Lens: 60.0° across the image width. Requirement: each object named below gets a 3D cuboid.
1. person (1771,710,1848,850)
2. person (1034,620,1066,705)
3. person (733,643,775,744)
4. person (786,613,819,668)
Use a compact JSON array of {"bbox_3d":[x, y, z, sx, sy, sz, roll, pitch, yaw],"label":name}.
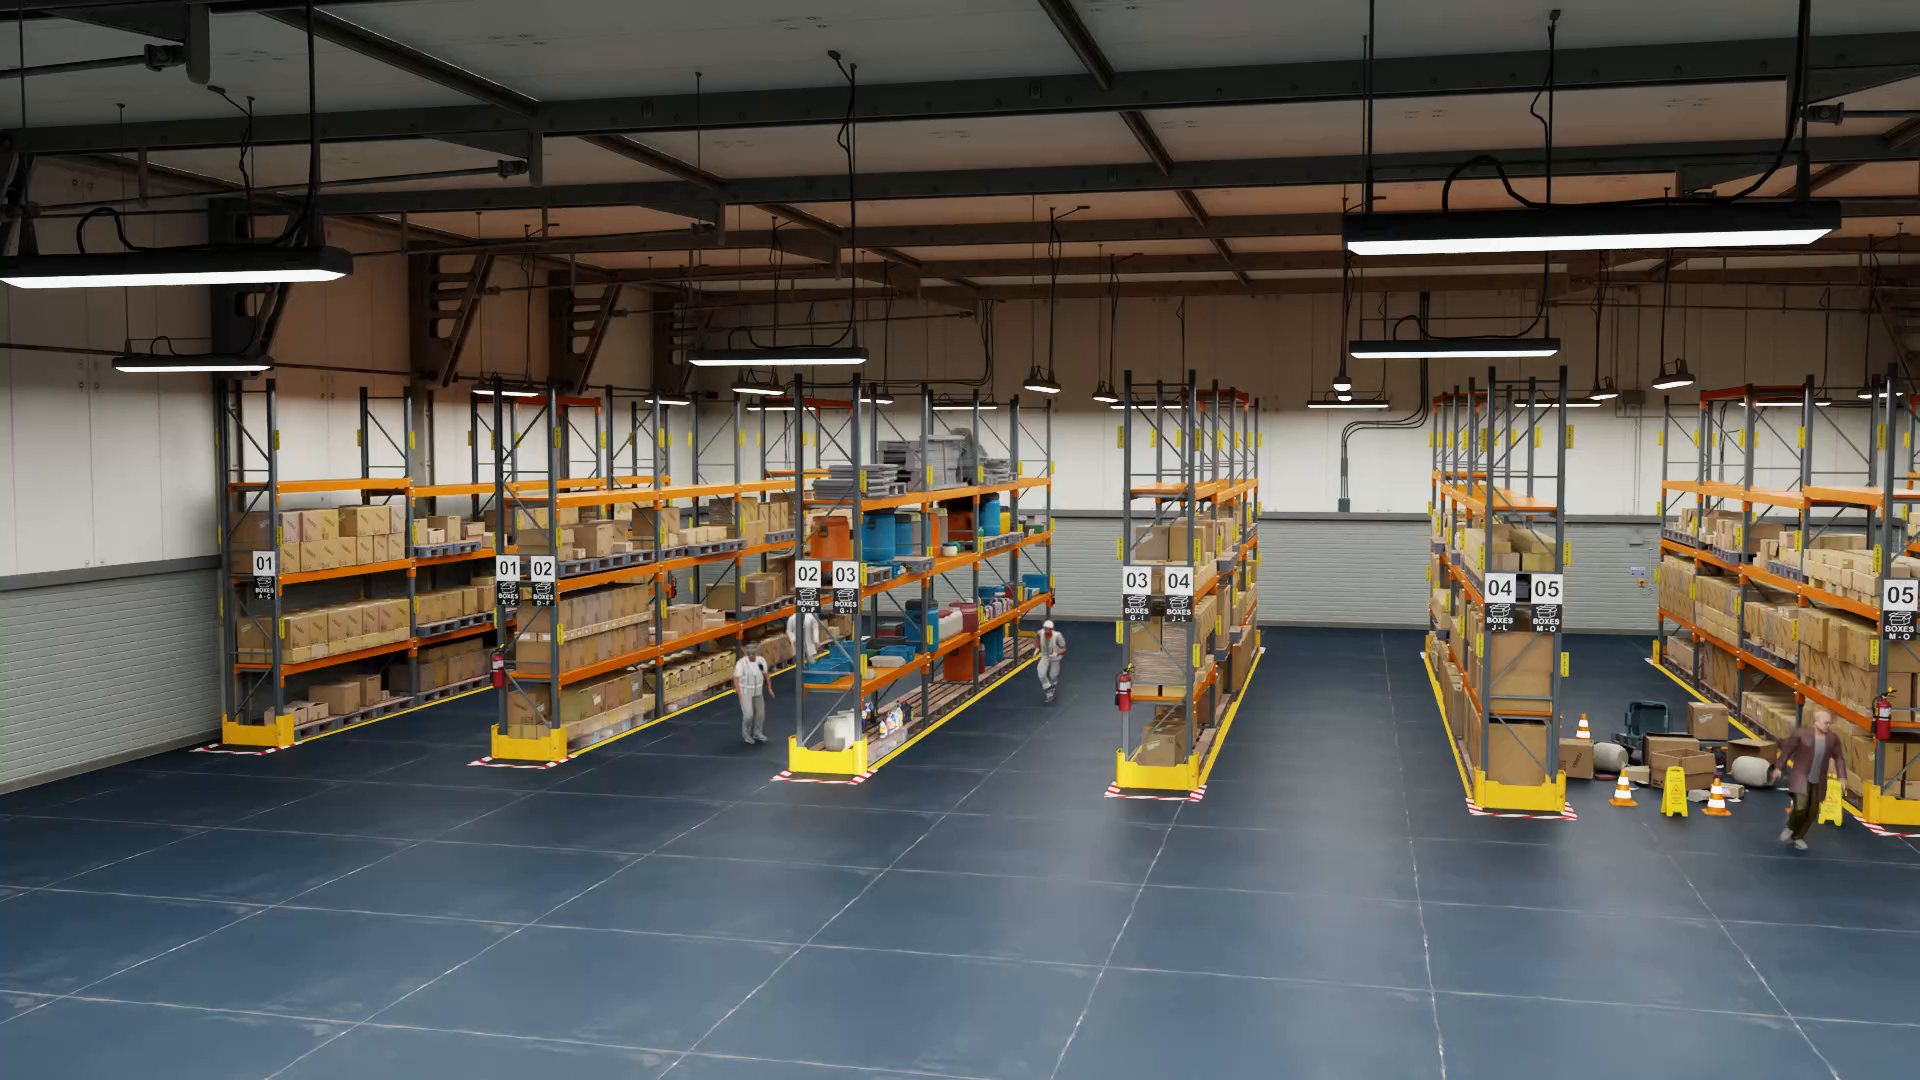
[{"bbox_3d":[10.374,2.922,20.264,0.698,1.740,0.701,0,3,1],"label":"person"},{"bbox_3d":[1.750,2.291,31.871,0.679,1.610,1.114,1,4,15],"label":"person"},{"bbox_3d":[-3.438,2.533,27.490,0.652,1.665,0.607,-2,4,-35],"label":"person"},{"bbox_3d":[-3.215,2.126,33.868,0.681,1.710,0.793,-1,3,-10],"label":"person"}]
